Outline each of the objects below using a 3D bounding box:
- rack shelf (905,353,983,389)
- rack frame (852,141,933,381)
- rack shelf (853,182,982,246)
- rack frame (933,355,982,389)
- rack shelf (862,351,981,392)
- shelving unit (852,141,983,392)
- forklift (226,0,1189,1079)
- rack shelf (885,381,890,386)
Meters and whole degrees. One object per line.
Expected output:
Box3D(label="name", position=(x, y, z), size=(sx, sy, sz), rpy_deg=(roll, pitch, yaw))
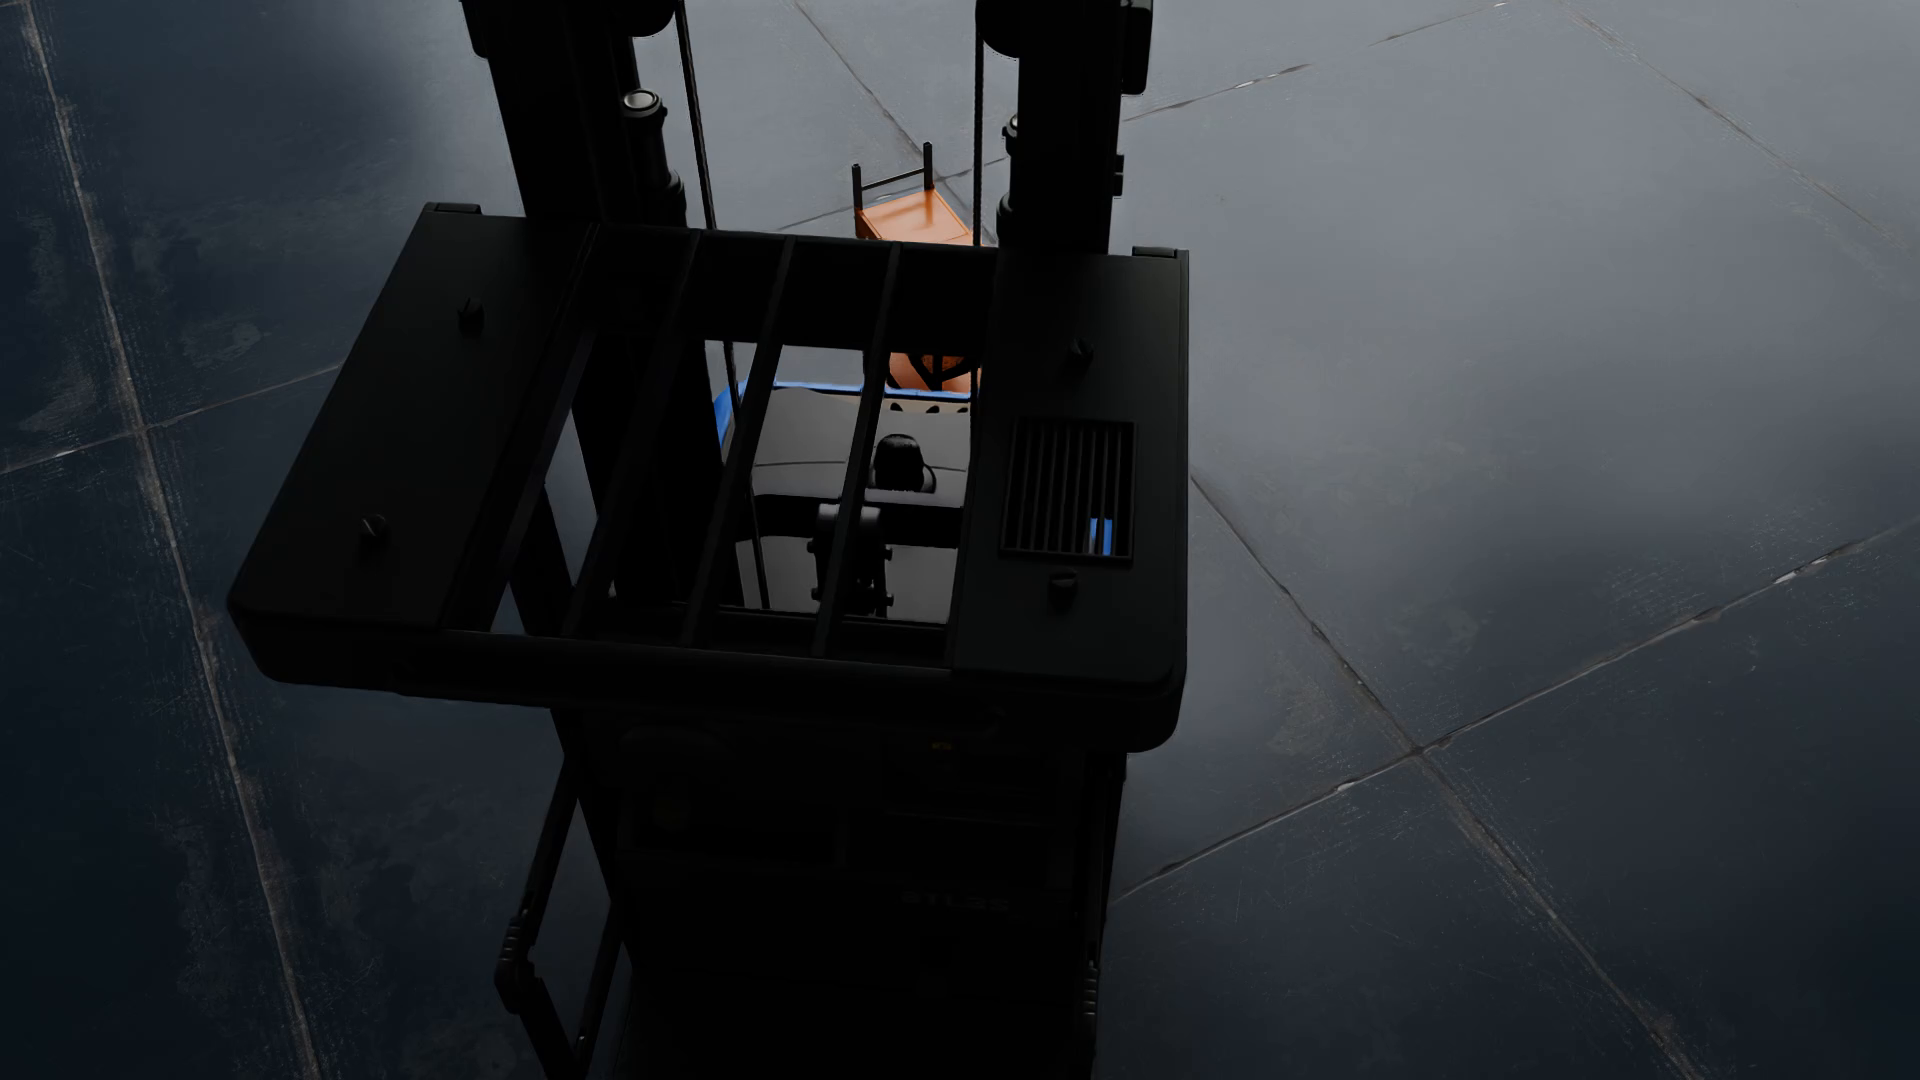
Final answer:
Box3D(label="rack shelf", position=(-0.076, -0.609, 4.778), size=(0.258, 0.148, 0.480), rpy_deg=(-21, 52, -18))
Box3D(label="rack frame", position=(-0.187, -0.669, 5.038), size=(0.240, 1.200, 0.015), rpy_deg=(-21, 52, -18))
Box3D(label="rack shelf", position=(-0.076, -0.765, 4.599), size=(0.258, 0.148, 0.480), rpy_deg=(-21, 52, -18))
Box3D(label="rack frame", position=(0.036, -0.342, 4.752), size=(0.240, 1.200, 0.015), rpy_deg=(-21, 52, -18))
Box3D(label="rack shelf", position=(-0.076, -0.462, 4.946), size=(0.258, 0.148, 0.480), rpy_deg=(-21, 52, -18))
Box3D(label="shelving unit", position=(-0.076, -0.506, 4.895), size=(0.258, 1.200, 0.503), rpy_deg=(-21, 52, -18))
Box3D(label="forklift", position=(-0.252, 0.463, 2.897), size=(1.130, 2.935, 3.031), rpy_deg=(4, 49, 4))
Box3D(label="rack shelf", position=(-0.076, -0.331, 5.095), size=(0.258, 0.148, 0.480), rpy_deg=(-21, 52, -18))
